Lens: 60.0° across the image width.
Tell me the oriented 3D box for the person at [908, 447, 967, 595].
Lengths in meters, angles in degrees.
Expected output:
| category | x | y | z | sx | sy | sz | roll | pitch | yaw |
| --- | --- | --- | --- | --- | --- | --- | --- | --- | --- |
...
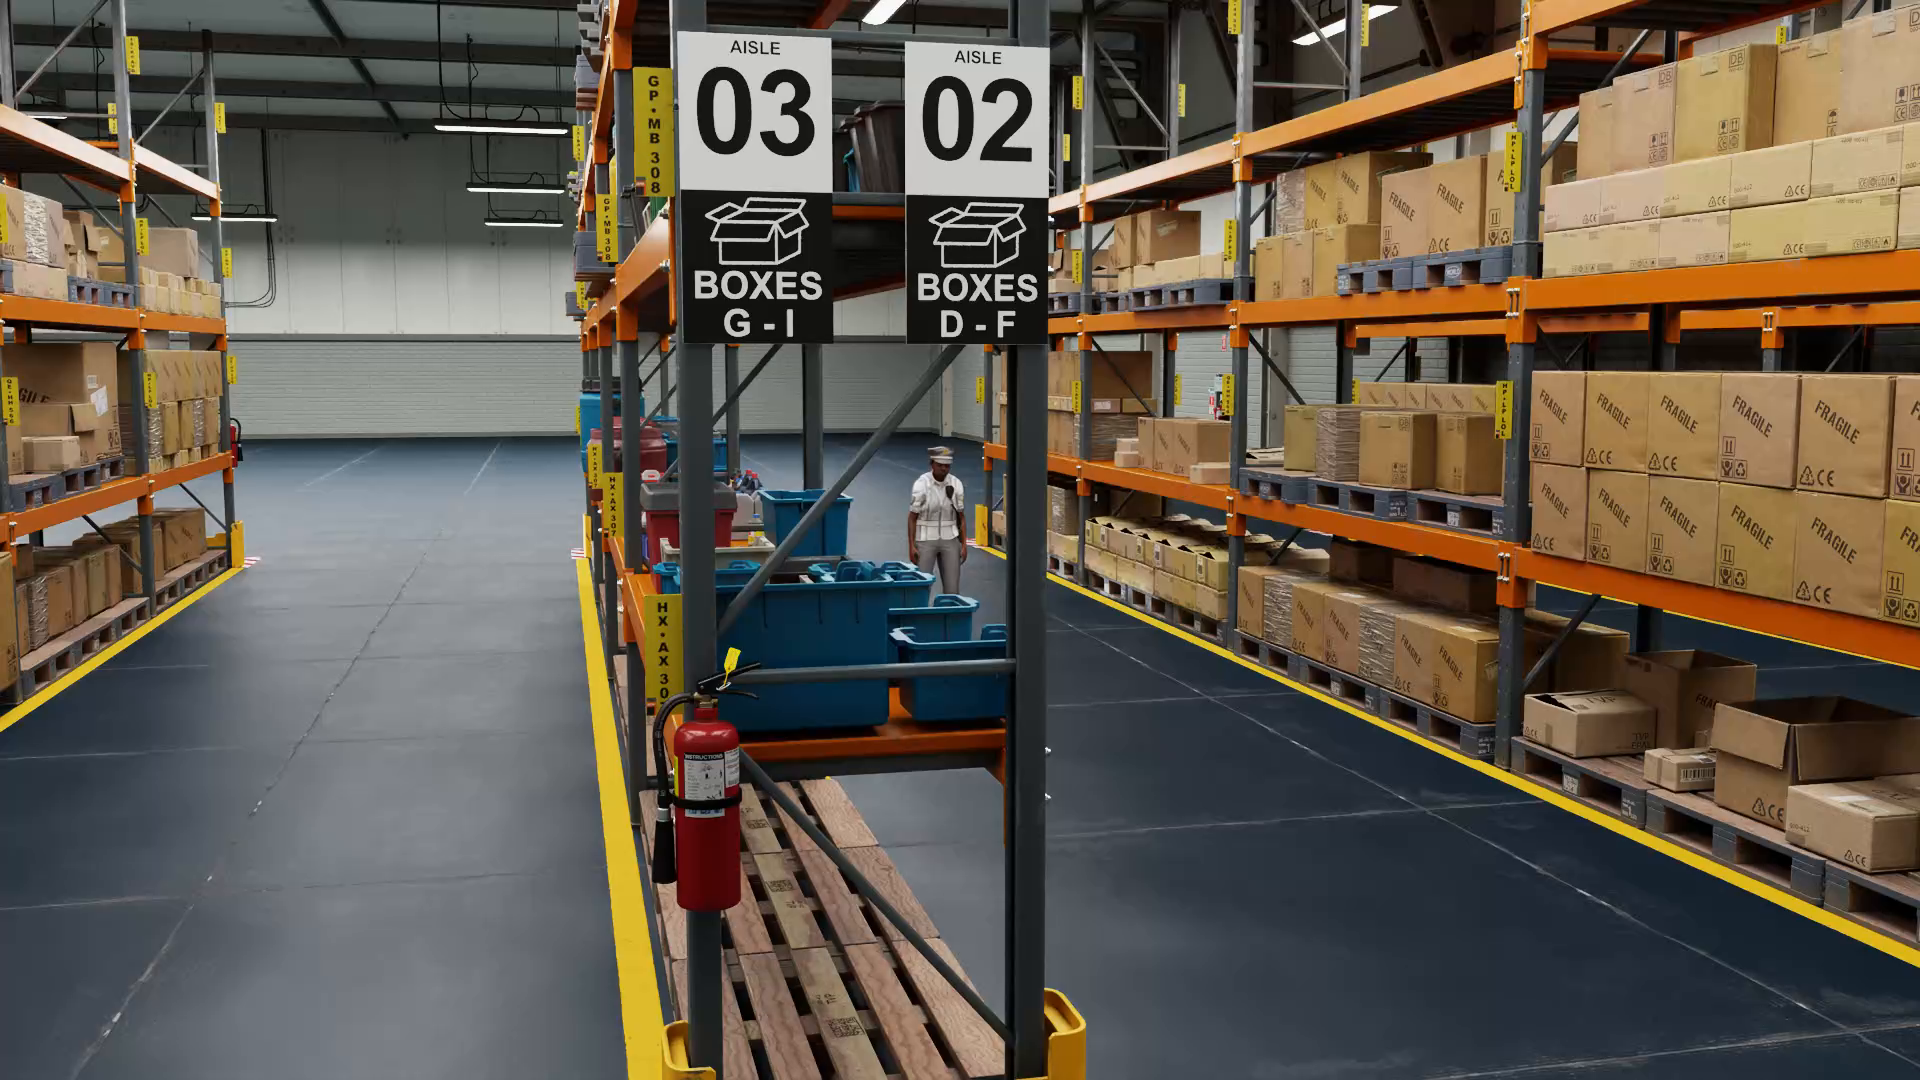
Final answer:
| category | x | y | z | sx | sy | sz | roll | pitch | yaw |
| --- | --- | --- | --- | --- | --- | --- | --- | --- | --- |
| person | -0.189 | 0.059 | 13.636 | 0.506 | 1.660 | 0.393 | -1 | 6 | -13 |
